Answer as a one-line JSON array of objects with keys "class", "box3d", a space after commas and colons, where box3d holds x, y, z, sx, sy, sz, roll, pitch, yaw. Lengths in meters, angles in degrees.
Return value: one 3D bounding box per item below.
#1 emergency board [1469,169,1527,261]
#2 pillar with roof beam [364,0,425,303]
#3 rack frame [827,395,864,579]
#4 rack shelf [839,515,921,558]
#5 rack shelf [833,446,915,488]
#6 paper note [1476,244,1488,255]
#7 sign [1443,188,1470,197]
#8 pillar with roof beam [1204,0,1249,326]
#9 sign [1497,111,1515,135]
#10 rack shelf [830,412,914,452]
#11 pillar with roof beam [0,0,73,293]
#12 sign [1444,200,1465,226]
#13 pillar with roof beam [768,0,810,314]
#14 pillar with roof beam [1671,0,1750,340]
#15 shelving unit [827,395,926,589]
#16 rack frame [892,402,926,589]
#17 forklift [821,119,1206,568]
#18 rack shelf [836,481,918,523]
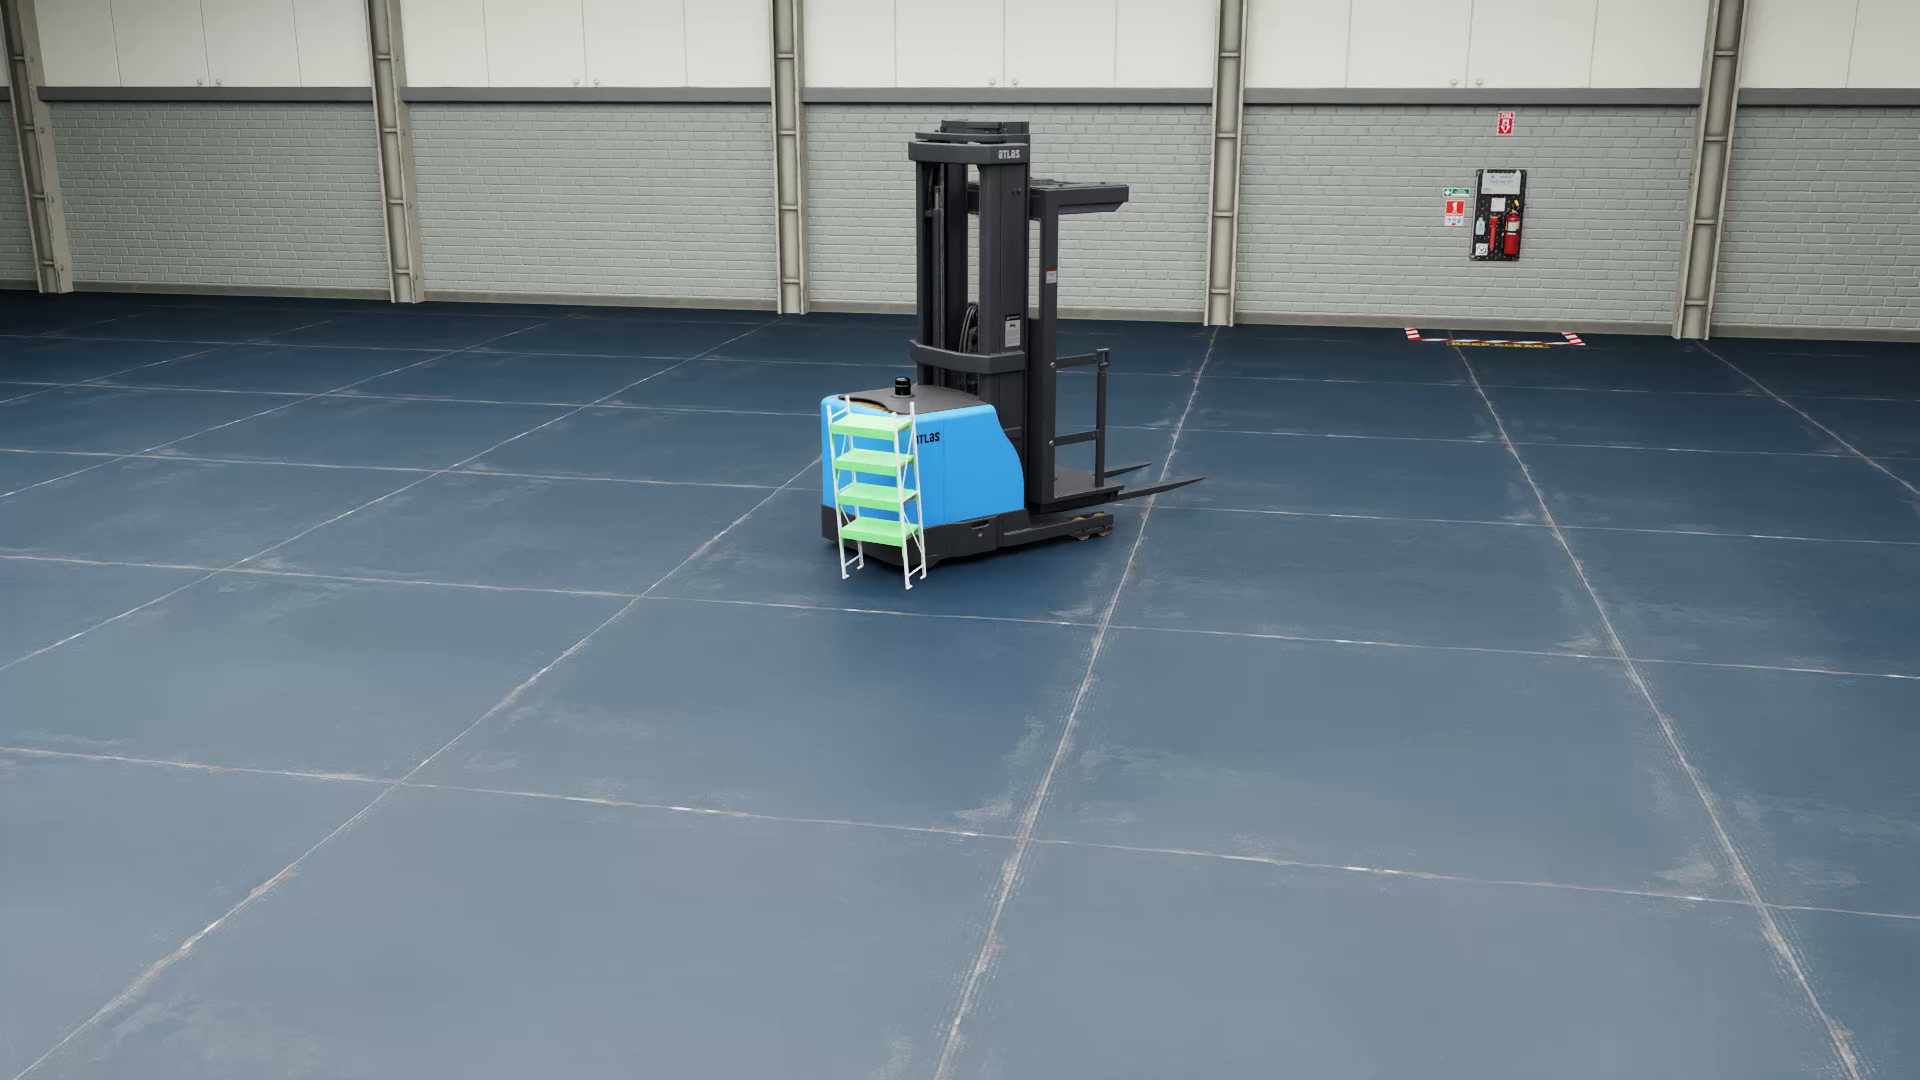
[{"class": "emergency board", "box3d": [6.979, -4.194, 21.514, 0.643, 1.169, 0.194, 3, 16, 11]}, {"class": "pillar with roof beam", "box3d": [-9.104, -6.775, 19.594, 0.400, 9.000, 9.100, 3, 16, 11]}, {"class": "rack frame", "box3d": [-0.751, -0.341, 10.927, 0.015, 1.200, 0.240, 8, 24, 28]}, {"class": "rack shelf", "box3d": [-0.519, -0.027, 10.925, 0.480, 0.148, 0.258, 8, 24, 28]}, {"class": "rack shelf", "box3d": [-0.547, -0.473, 10.749, 0.480, 0.148, 0.258, 8, 24, 28]}, {"class": "paper note", "box3d": [6.819, -3.797, 21.731, 0.142, 0.148, 0.016, 3, 16, 11]}, {"class": "sign", "box3d": [6.460, -4.521, 21.633, 0.331, 0.109, 0.001, 3, 16, 11]}, {"class": "pillar with roof beam", "box3d": [2.655, -6.137, 17.290, 0.400, 9.000, 9.100, 3, 16, 11]}, {"class": "sign", "box3d": [6.991, -5.338, 21.300, 0.199, 0.298, 0.001, 3, 16, 11]}, {"class": "rack shelf", "box3d": [-0.562, -0.696, 10.661, 0.480, 0.148, 0.258, 8, 24, 28]}, {"class": "pillar with roof beam", "box3d": [-14.984, -7.094, 20.746, 0.400, 9.000, 9.100, 3, 16, 11]}, {"class": "sign", "box3d": [6.458, -4.268, 21.713, 0.234, 0.329, 0.001, 3, 16, 11]}, {"class": "pillar with roof beam", "box3d": [-3.224, -6.456, 18.442, 0.400, 9.000, 9.100, 3, 16, 11]}, {"class": "pillar with roof beam", "box3d": [8.535, -5.818, 16.137, 0.400, 9.000, 9.100, 3, 16, 11]}, {"class": "shelving unit", "box3d": [-0.537, -0.310, 10.814, 0.503, 1.200, 0.258, 8, 24, 28]}, {"class": "rack frame", "box3d": [-0.323, -0.278, 10.700, 0.015, 1.200, 0.240, 8, 24, 28]}, {"class": "forklift", "box3d": [0.500, -1.513, 11.963, 3.031, 2.935, 1.130, -11, 19, -35]}, {"class": "rack shelf", "box3d": [-0.533, -0.250, 10.837, 0.480, 0.148, 0.258, 8, 24, 28]}]
